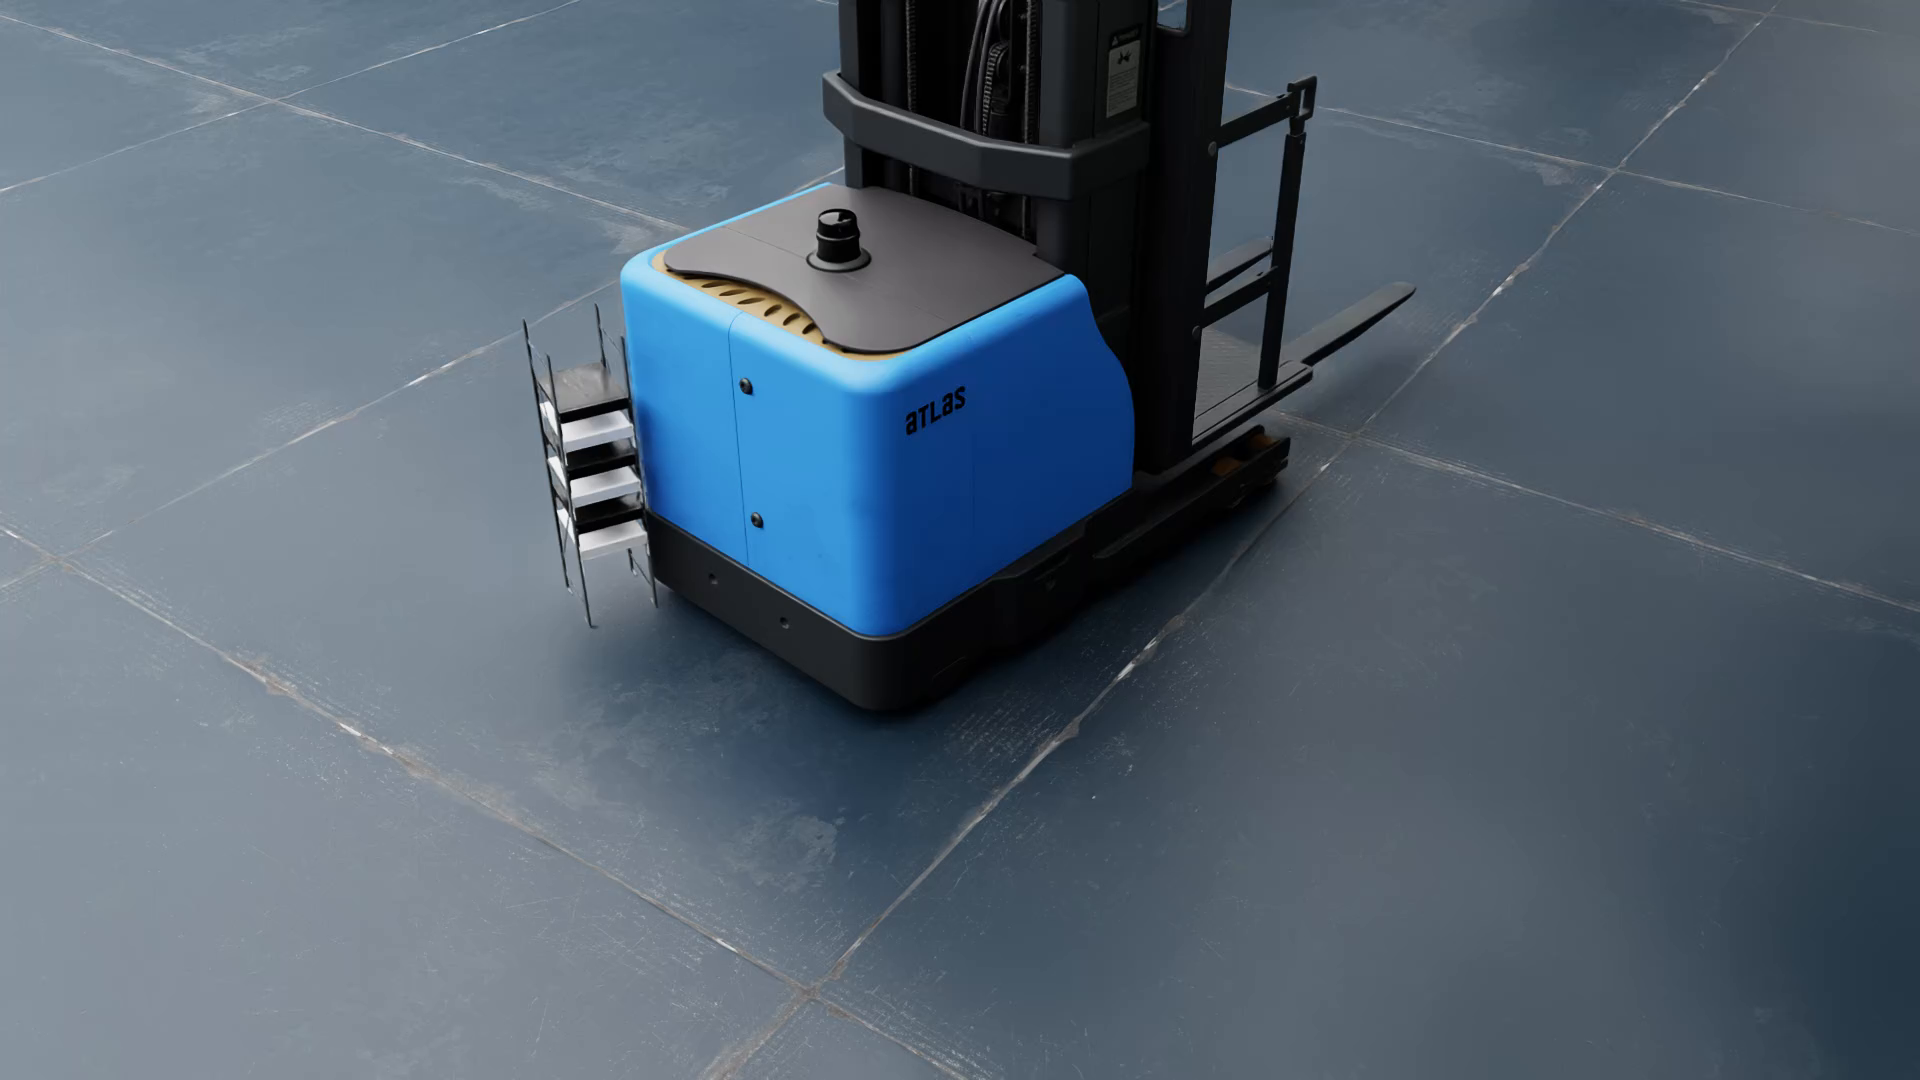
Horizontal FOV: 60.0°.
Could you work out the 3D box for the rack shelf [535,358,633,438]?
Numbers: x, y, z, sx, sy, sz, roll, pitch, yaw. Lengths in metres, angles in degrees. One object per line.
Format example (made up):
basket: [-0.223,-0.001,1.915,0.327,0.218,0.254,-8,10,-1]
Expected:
rack shelf: [-1.047,-0.396,4.610,0.200,0.077,0.258,-17,37,-23]

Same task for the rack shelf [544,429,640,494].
rack shelf: [-1.047,-0.247,4.711,0.200,0.077,0.258,-17,37,-23]

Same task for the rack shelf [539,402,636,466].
rack shelf: [-1.047,-0.322,4.661,0.200,0.077,0.258,-17,37,-23]

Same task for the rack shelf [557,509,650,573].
rack shelf: [-1.047,-0.024,4.862,0.200,0.077,0.258,-17,37,-23]

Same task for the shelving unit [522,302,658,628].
shelving unit: [-1.047,-0.200,4.743,0.210,0.900,0.258,-17,37,-23]

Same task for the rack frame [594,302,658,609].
rack frame: [-0.958,-0.227,4.782,0.006,0.900,0.240,-17,37,-23]

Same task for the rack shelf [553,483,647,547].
rack shelf: [-1.047,-0.098,4.812,0.200,0.077,0.258,-17,37,-23]

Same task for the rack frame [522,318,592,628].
rack frame: [-1.137,-0.173,4.703,0.006,0.900,0.240,-17,37,-23]

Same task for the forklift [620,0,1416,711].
forklift: [0.444,-1.493,4.841,1.130,2.935,3.031,28,43,34]

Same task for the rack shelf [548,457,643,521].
rack shelf: [-1.047,-0.173,4.761,0.200,0.077,0.258,-17,37,-23]
